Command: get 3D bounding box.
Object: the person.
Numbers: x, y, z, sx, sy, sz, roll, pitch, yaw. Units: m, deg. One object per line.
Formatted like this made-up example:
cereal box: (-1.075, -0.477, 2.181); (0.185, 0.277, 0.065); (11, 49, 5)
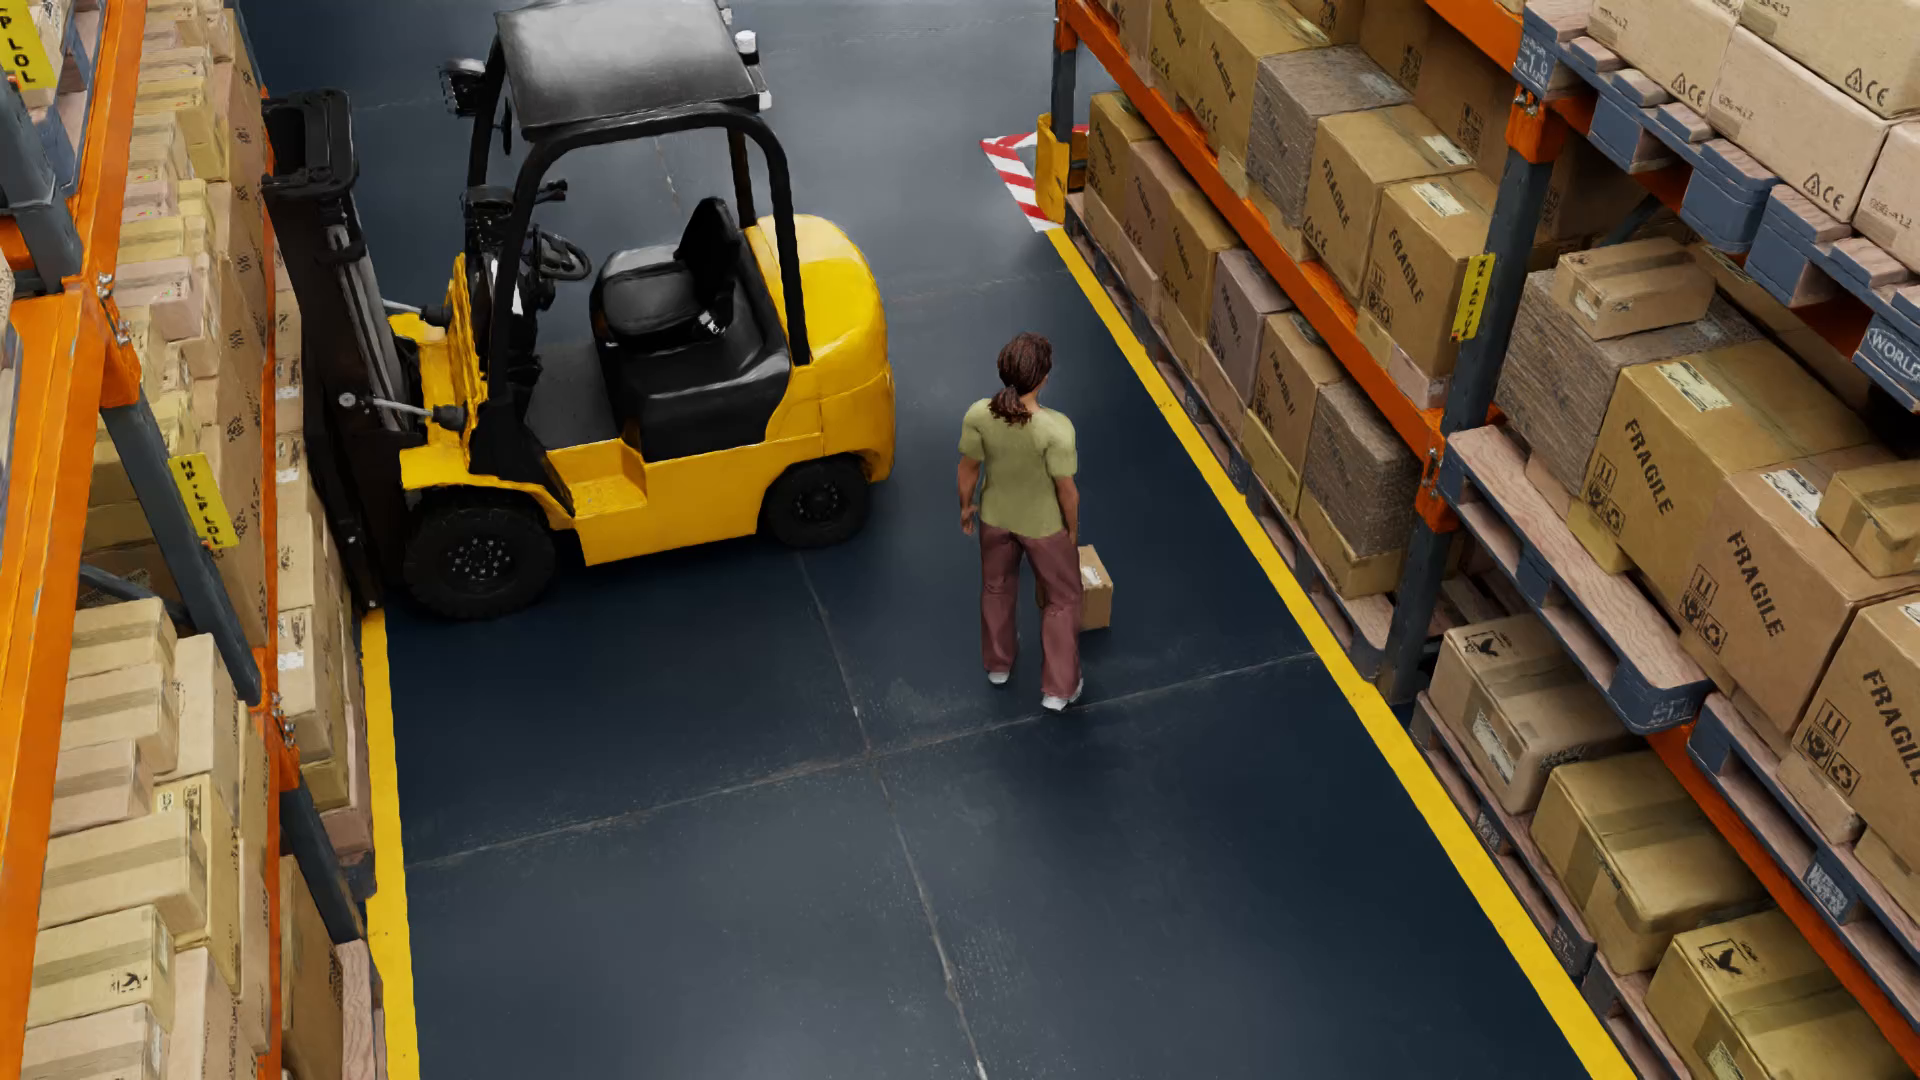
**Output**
person: (0.258, -0.015, 6.289); (0.521, 1.594, 0.393); (17, 45, 18)
